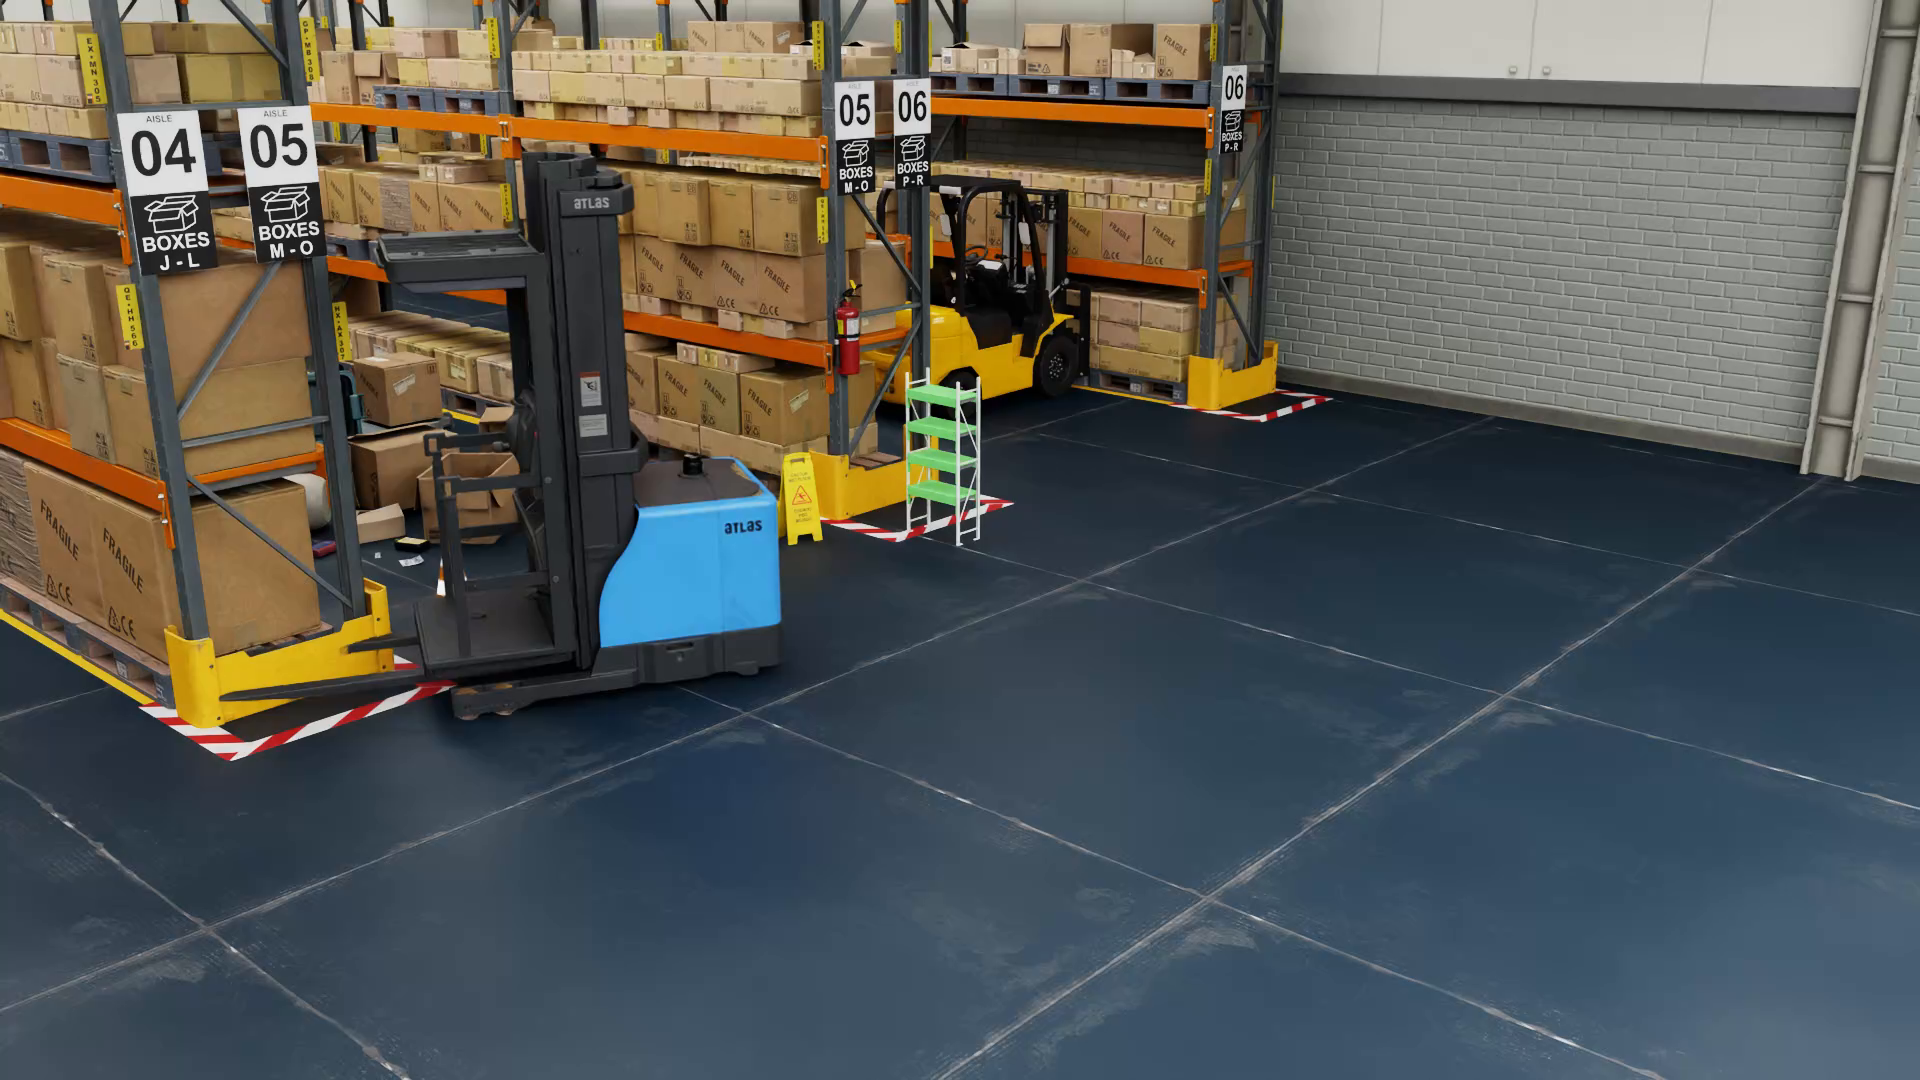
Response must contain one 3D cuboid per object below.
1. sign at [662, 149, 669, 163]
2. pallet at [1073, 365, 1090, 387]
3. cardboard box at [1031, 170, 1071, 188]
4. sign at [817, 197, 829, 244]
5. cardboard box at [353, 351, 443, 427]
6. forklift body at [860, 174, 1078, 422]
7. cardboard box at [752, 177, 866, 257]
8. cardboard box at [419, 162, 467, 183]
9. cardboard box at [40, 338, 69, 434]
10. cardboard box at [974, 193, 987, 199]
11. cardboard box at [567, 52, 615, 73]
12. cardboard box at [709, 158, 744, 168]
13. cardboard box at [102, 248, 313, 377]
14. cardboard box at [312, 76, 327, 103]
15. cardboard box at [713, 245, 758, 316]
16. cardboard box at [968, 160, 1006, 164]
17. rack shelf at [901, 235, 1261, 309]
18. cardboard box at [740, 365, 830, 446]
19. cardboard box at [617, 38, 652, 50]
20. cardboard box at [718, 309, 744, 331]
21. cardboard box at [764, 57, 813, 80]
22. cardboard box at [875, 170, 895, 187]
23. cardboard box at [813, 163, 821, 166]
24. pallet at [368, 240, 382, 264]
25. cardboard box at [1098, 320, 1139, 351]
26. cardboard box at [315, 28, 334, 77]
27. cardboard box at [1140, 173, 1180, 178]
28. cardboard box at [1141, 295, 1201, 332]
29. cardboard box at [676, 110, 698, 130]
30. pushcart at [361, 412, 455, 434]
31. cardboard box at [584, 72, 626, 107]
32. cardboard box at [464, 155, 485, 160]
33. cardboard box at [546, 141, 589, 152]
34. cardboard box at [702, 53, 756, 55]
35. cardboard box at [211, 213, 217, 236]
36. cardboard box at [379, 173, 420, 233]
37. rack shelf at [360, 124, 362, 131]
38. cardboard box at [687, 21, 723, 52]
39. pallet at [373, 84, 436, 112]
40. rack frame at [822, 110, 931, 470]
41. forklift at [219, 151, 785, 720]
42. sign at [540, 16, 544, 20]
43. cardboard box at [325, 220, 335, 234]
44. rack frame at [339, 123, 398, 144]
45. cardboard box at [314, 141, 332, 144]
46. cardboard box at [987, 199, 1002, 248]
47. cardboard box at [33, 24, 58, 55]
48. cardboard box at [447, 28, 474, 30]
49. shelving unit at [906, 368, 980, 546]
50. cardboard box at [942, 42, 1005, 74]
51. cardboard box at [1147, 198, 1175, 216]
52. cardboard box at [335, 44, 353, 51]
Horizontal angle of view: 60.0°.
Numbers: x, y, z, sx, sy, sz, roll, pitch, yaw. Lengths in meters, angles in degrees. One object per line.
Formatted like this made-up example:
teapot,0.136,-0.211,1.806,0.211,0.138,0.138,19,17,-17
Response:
sign,-3.649,-4.840,20.621,0.005,0.325,0.100,15,23,39
pallet,1.179,-1.905,17.764,1.213,0.211,1.003,15,23,39
cardboard box,0.951,-3.728,17.172,0.250,0.149,0.380,15,23,39
sign,-0.988,-2.302,11.969,0.005,0.325,0.100,15,23,39
cardboard box,-4.755,-1.285,14.081,0.500,0.500,0.500,15,23,39
forklift body,0.058,-2.408,16.143,1.214,2.155,2.313,15,23,39
cardboard box,-1.132,-2.440,12.531,0.500,0.500,0.700,14,23,38
cardboard box,-4.836,-3.449,15.598,0.250,0.149,0.380,14,22,37
cardboard box,-4.884,-0.963,9.938,0.550,0.550,0.875,15,23,39
cardboard box,0.303,-3.717,17.627,0.250,0.149,0.380,16,23,40
cardboard box,-2.993,-3.917,13.635,0.250,0.149,0.380,15,23,39
cardboard box,-2.844,-4.578,20.340,0.250,0.149,0.380,16,24,41
cardboard box,-4.066,-1.250,9.058,0.550,0.550,0.875,15,23,39
cardboard box,-6.274,-4.540,16.721,0.258,0.266,0.396,15,23,39
cardboard box,-1.565,-2.058,12.982,0.500,0.500,0.500,15,23,39
cardboard box,0.295,-4.091,18.313,0.250,0.149,0.380,14,23,38
rack shelf,1.192,-2.903,17.490,4.000,0.370,1.077,15,23,39
cardboard box,-1.377,-1.070,13.135,0.500,0.500,0.500,15,23,40
cardboard box,-4.109,-6.262,21.021,0.250,0.149,0.380,14,22,37
cardboard box,-1.680,-1.755,13.097,0.250,0.149,0.380,16,23,40
cardboard box,-1.221,-3.472,12.233,0.250,0.149,0.380,16,23,40
cardboard box,-0.912,-4.071,18.742,0.250,0.149,0.380,15,23,38
cardboard box,-1.534,-4.440,19.906,0.250,0.149,0.380,15,23,40
pallet,-5.080,-2.847,16.442,1.213,0.211,1.003,15,23,39
cardboard box,1.748,-2.103,16.803,0.500,0.250,0.500,15,23,39
cardboard box,-6.970,-5.048,17.234,0.637,0.503,0.797,13,22,36
cardboard box,2.023,-3.622,16.836,0.250,0.149,0.380,15,23,40
cardboard box,2.136,-2.233,16.386,0.500,0.250,0.500,16,24,41
cardboard box,-1.996,-3.303,13.016,0.250,0.149,0.380,14,22,38
pushcart,-5.072,-0.748,13.845,0.936,0.377,1.648,7,19,21
cardboard box,-2.691,-3.669,13.510,0.500,0.250,0.500,15,23,40
cardboard box,-6.831,-5.371,23.834,0.500,0.250,0.500,16,23,41
cardboard box,-5.100,-5.092,22.340,0.500,0.500,0.700,15,23,39
cardboard box,-1.852,-3.841,13.394,0.250,0.149,0.380,16,23,40
cardboard box,-8.297,-3.598,18.738,0.500,0.250,0.500,15,23,38
cardboard box,-5.240,-3.264,16.085,0.500,0.500,0.500,14,22,37
rack shelf,-8.084,-4.815,18.557,4.000,0.370,1.077,15,23,39
cardboard box,-2.916,-5.975,19.998,0.500,0.500,0.500,15,23,40
pallet,-4.765,-4.220,15.801,1.003,0.211,1.213,15,23,39
rack frame,-0.605,-1.721,12.575,0.127,3.000,1.000,15,23,39
forklift,-2.591,-0.600,9.157,3.031,2.935,1.130,-7,19,-20
sign,-5.922,-7.244,23.514,0.005,0.325,0.100,15,23,39
cardboard box,-6.279,-3.236,17.070,0.250,0.149,0.380,13,22,36
rack frame,-9.280,-6.057,26.239,0.127,3.000,1.000,15,23,39
cardboard box,-7.172,-4.103,18.263,0.500,0.500,0.500,15,23,39
cardboard box,0.634,-3.345,17.527,0.500,0.500,0.500,15,23,39
cardboard box,-4.478,-2.560,8.497,0.250,0.149,0.380,15,23,40
cardboard box,-6.825,-7.039,23.304,0.500,0.250,0.500,15,23,39
shelving unit,-0.124,-0.605,12.035,0.503,1.200,0.258,15,23,39
cardboard box,0.156,-5.061,17.428,0.500,0.311,0.500,16,23,40
cardboard box,2.031,-3.252,16.163,0.250,0.149,0.380,16,23,40
cardboard box,-9.129,-7.406,25.287,0.500,0.250,0.500,15,23,39
